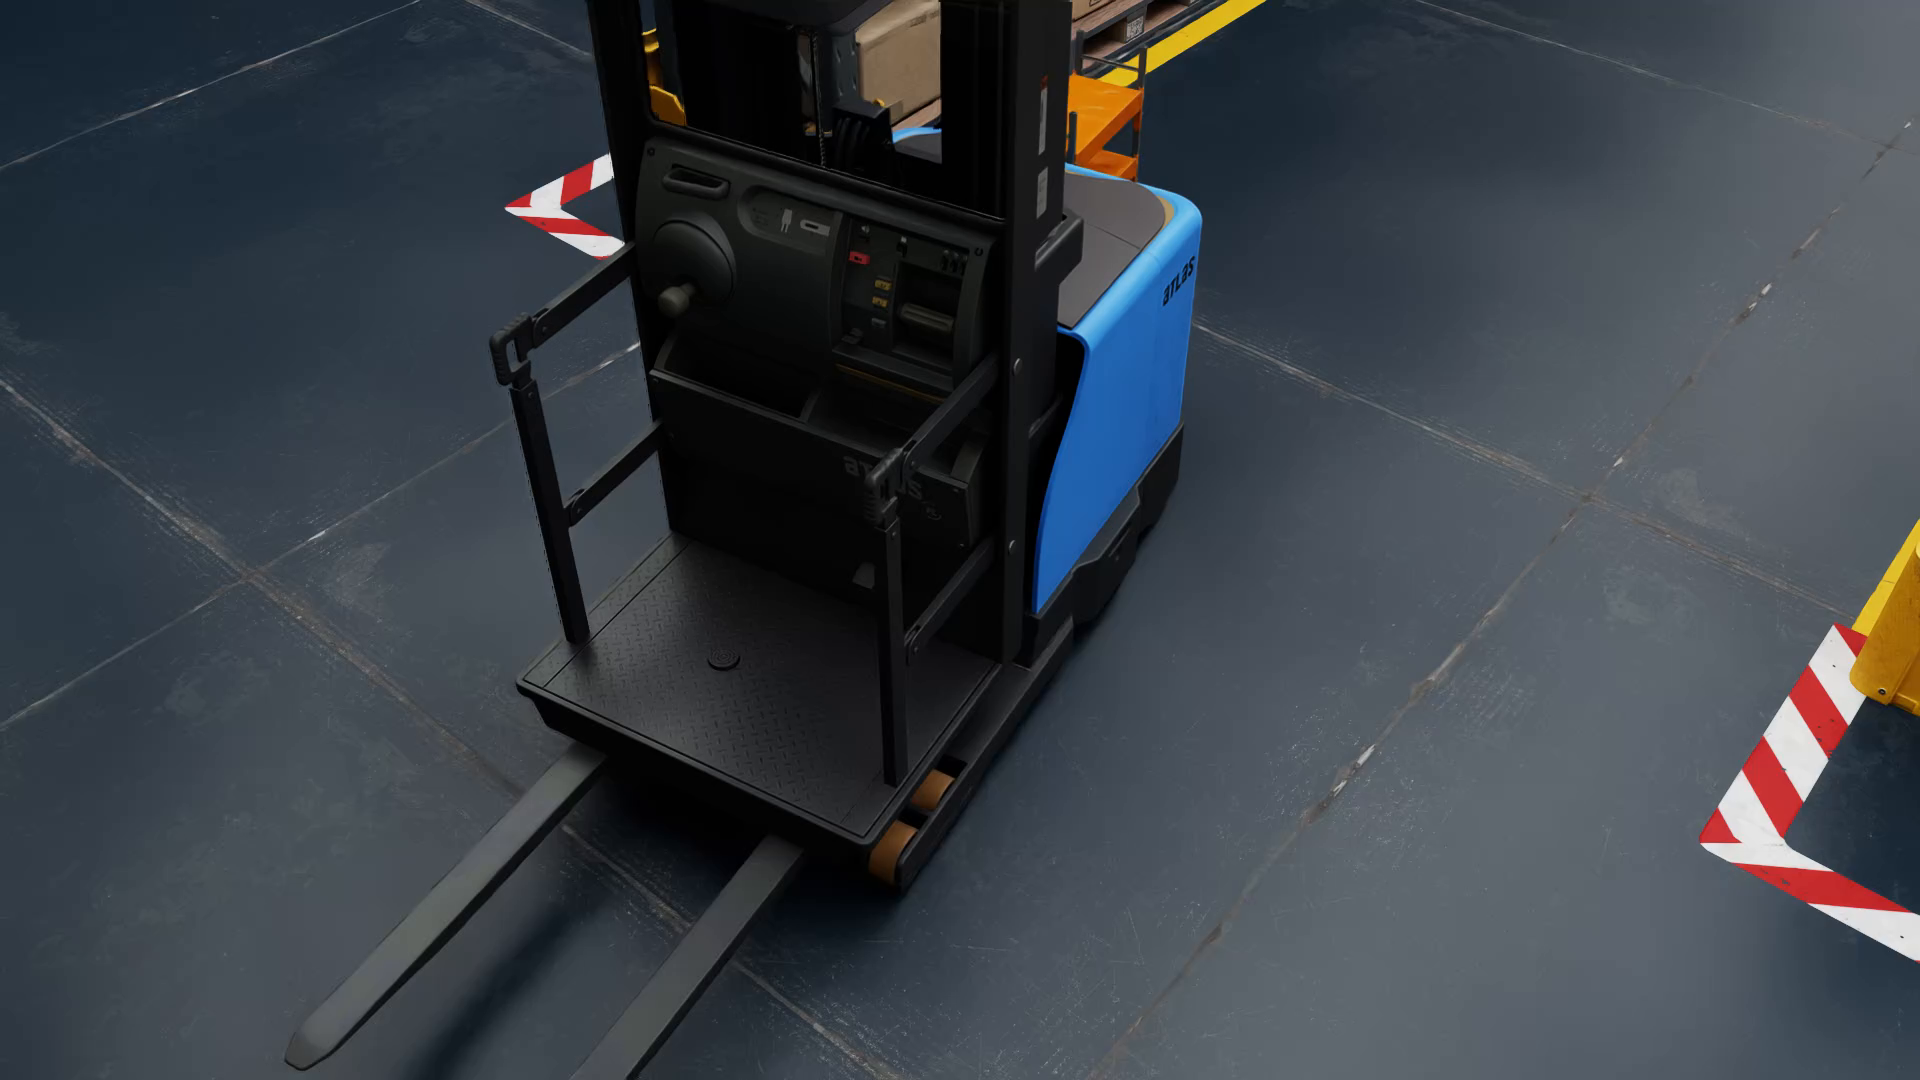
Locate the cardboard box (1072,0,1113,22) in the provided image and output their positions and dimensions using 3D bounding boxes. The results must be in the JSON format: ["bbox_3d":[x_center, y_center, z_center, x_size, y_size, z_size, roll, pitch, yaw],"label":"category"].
[{"bbox_3d":[0.130,-2.646,7.522,0.875,0.438,0.875,31,51,29],"label":"cardboard box"}]

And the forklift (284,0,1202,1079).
[{"bbox_3d":[-0.458,-0.553,3.680,1.130,2.935,3.031,21,46,21],"label":"forklift"}]

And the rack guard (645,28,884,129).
[{"bbox_3d":[-0.817,-1.643,6.685,1.175,0.500,0.348,29,50,28],"label":"rack guard"}]

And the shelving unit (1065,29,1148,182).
[{"bbox_3d":[0.354,-0.979,5.435,0.258,1.200,0.503,21,46,21],"label":"shelving unit"}]

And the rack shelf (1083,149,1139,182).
[{"bbox_3d":[0.354,-1.095,5.330,0.258,0.148,0.480,21,46,21],"label":"rack shelf"}]

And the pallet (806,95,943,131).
[{"bbox_3d":[-0.347,-1.994,7.286,1.003,0.211,1.213,29,50,28],"label":"pallet"}]

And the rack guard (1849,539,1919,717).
[{"bbox_3d":[3.101,0.397,4.442,1.175,0.500,0.348,29,50,28],"label":"rack guard"}]

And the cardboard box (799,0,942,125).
[{"bbox_3d":[-0.453,-2.171,7.000,0.875,0.438,0.875,28,49,27],"label":"cardboard box"}]

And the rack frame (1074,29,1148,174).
[{"bbox_3d":[0.474,-1.122,5.592,0.240,1.200,0.015,21,46,21],"label":"rack frame"}]

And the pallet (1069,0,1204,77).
[{"bbox_3d":[0.439,-2.619,7.974,1.003,0.211,1.213,29,50,28],"label":"pallet"}]

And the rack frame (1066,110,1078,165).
[{"bbox_3d":[0.234,-0.836,5.278,0.240,1.200,0.015,21,46,21],"label":"rack frame"}]

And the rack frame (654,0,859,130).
[{"bbox_3d":[-0.801,-2.580,5.858,1.000,3.000,0.127,29,50,28],"label":"rack frame"}]

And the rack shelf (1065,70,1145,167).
[{"bbox_3d":[0.354,-1.270,5.171,0.258,0.148,0.480,21,46,21],"label":"rack shelf"}]
